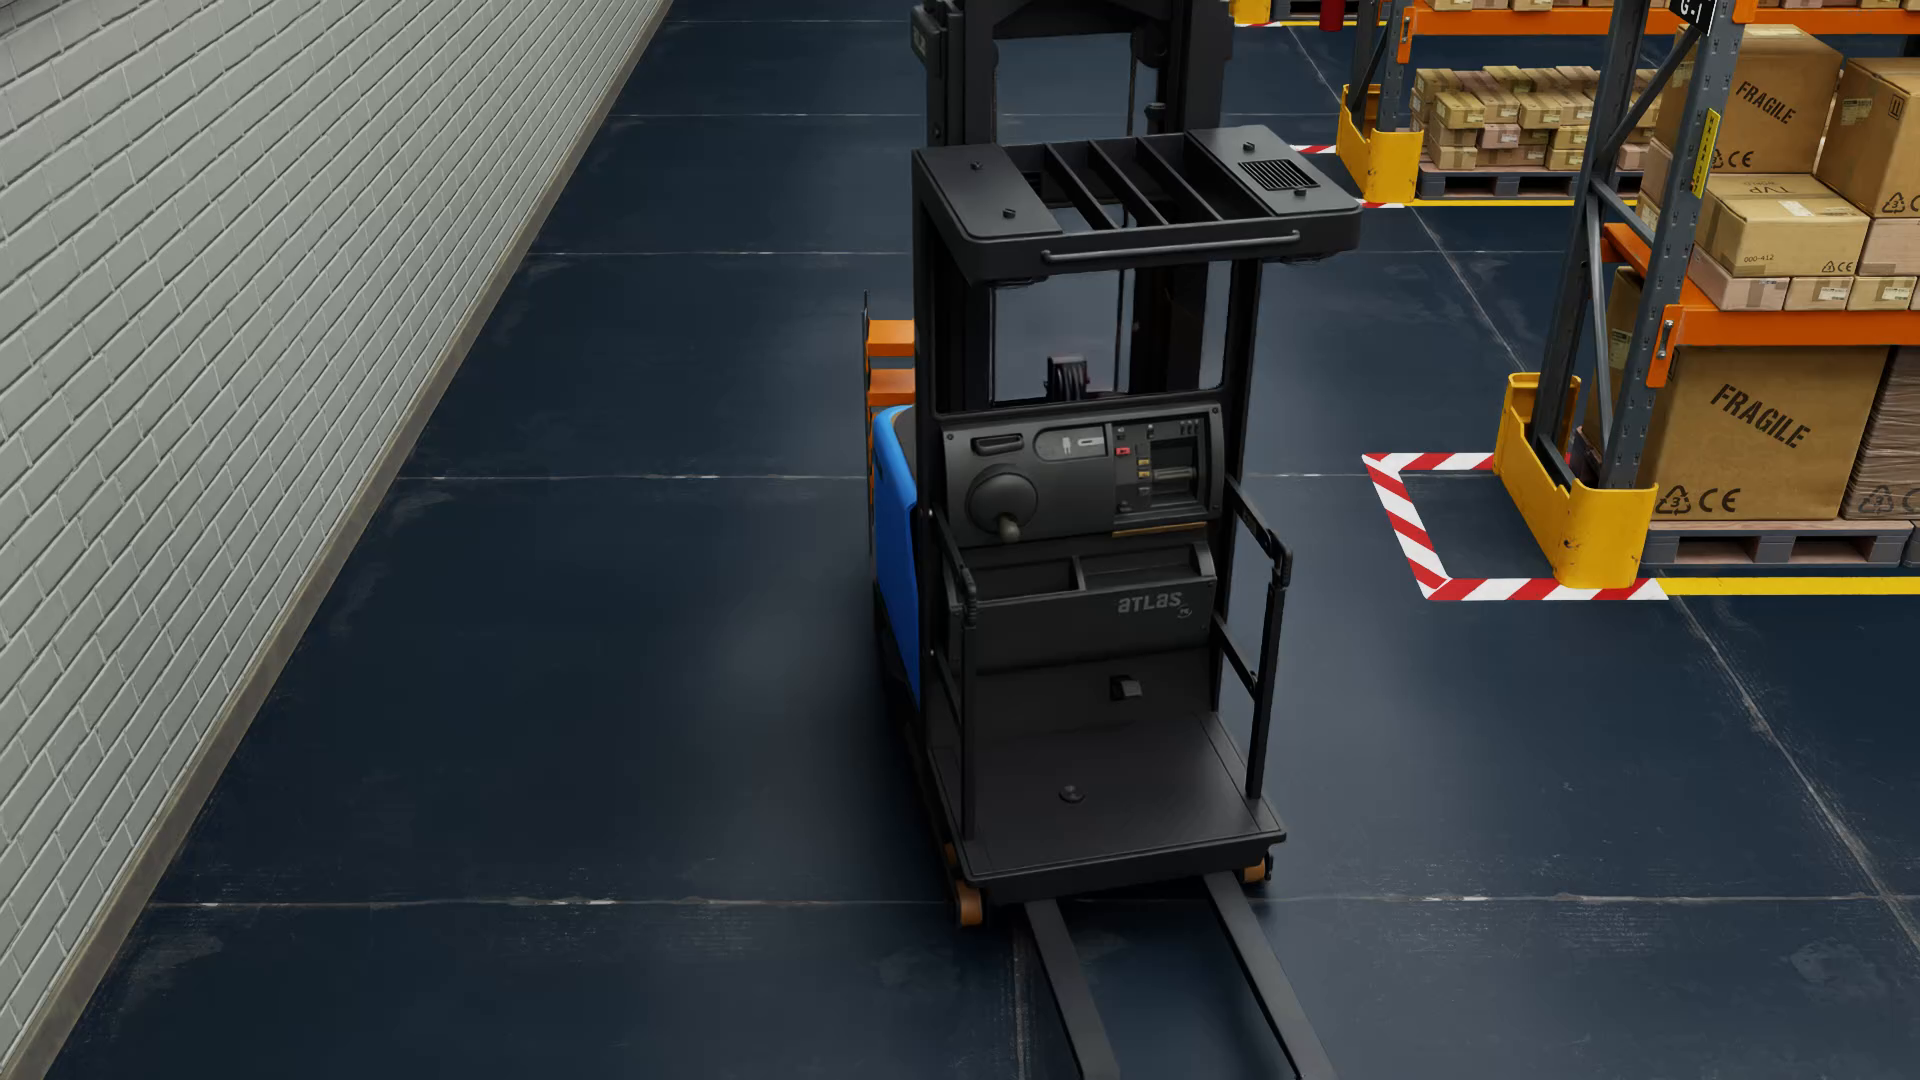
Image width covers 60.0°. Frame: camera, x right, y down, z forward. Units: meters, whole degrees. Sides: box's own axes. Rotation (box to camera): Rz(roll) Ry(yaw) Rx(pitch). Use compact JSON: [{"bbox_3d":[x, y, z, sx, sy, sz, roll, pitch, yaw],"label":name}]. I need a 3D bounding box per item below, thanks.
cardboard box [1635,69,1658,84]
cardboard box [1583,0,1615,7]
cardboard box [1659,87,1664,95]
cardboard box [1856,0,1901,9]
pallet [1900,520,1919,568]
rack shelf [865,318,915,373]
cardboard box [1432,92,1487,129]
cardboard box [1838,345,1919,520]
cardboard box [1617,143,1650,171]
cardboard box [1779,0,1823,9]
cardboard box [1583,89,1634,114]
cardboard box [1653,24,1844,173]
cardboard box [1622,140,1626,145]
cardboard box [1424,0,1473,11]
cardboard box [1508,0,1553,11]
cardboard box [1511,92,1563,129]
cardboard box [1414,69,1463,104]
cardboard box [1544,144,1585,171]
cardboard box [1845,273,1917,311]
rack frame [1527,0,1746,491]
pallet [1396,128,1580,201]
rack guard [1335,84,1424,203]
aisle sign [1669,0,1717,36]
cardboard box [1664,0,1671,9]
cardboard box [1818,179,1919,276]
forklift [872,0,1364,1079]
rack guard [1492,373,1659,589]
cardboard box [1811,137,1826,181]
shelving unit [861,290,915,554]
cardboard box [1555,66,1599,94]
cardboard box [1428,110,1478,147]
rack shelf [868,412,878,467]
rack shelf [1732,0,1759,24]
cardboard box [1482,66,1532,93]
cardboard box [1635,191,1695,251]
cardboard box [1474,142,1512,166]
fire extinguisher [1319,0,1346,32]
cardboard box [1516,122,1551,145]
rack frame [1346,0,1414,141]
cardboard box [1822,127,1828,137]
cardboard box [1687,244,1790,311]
[{"bbox_3d":[5.029,-3.284,12.042,0.250,0.149,0.380,0,31,0],"label":"cardboard box"},{"bbox_3d":[4.317,-3.721,11.233,0.250,0.149,0.380,0,31,-1],"label":"cardboard box"},{"bbox_3d":[5.031,-3.047,11.651,0.250,0.149,0.380,0,31,0],"label":"cardboard box"},{"bbox_3d":[6.129,-3.698,11.195,0.250,0.149,0.380,1,31,2],"label":"cardboard box"},{"bbox_3d":[4.883,-0.222,7.913,1.213,0.211,1.003,0,31,0],"label":"pallet"},{"bbox_3d":[-0.166,-0.848,7.234,0.480,0.148,0.258,0,31,0],"label":"rack shelf"},{"bbox_3d":[3.464,-2.983,11.544,0.250,0.149,0.380,-2,31,-3],"label":"cardboard box"},{"bbox_3d":[4.416,-0.687,7.633,0.875,0.875,0.875,0,31,0],"label":"cardboard box"},{"bbox_3d":[4.734,-2.736,11.711,0.250,0.149,0.380,-2,31,-3],"label":"cardboard box"},{"bbox_3d":[5.600,-3.693,11.188,0.250,0.149,0.380,-1,31,-2],"label":"cardboard box"},{"bbox_3d":[4.516,-3.020,11.605,0.250,0.149,0.380,1,31,2],"label":"cardboard box"},{"bbox_3d":[3.352,-1.890,7.109,0.500,0.500,0.500,0,31,0],"label":"cardboard box"},{"bbox_3d":[4.504,-2.911,11.713,0.250,0.149,0.380,-2,31,-3],"label":"cardboard box"},{"bbox_3d":[3.264,-3.666,11.142,0.250,0.149,0.380,0,31,-1],"label":"cardboard box"},{"bbox_3d":[3.787,-3.661,11.134,0.250,0.149,0.380,-1,31,-2],"label":"cardboard box"},{"bbox_3d":[3.992,-2.980,11.540,0.250,0.149,0.380,0,31,0],"label":"cardboard box"},{"bbox_3d":[3.466,-3.290,12.051,0.250,0.149,0.380,0,31,0],"label":"cardboard box"},{"bbox_3d":[4.230,-2.730,11.701,0.250,0.149,0.380,0,31,0],"label":"cardboard box"},{"bbox_3d":[3.736,-1.094,6.904,0.250,0.149,0.380,-1,31,-1],"label":"cardboard box"},{"bbox_3d":[2.867,-1.369,7.115,0.127,3.000,1.000,0,31,0],"label":"rack frame"},{"bbox_3d":[3.826,-2.734,12.053,1.213,0.211,1.003,0,31,0],"label":"pallet"},{"bbox_3d":[3.014,-2.874,12.004,0.348,0.500,1.175,0,31,0],"label":"rack guard"},{"bbox_3d":[2.797,-2.325,6.183,0.004,0.787,0.394,0,31,0],"label":"aisle sign"},{"bbox_3d":[4.823,-3.697,11.194,0.250,0.149,0.380,1,31,2],"label":"cardboard box"},{"bbox_3d":[3.868,-1.299,6.856,0.500,0.250,0.500,-1,31,-1],"label":"cardboard box"},{"bbox_3d":[0.452,-0.164,5.195,1.130,2.935,3.031,-6,32,-10],"label":"forklift"},{"bbox_3d":[2.843,-0.300,7.763,0.348,0.500,1.175,0,31,0],"label":"rack guard"},{"bbox_3d":[3.857,-1.572,7.308,0.500,0.250,0.500,-1,31,-1],"label":"cardboard box"},{"bbox_3d":[-0.166,-0.512,7.438,0.503,1.200,0.258,0,31,0],"label":"shelving unit"},{"bbox_3d":[4.503,-3.326,12.109,0.250,0.149,0.380,1,31,2],"label":"cardboard box"},{"bbox_3d":[3.463,-2.898,11.692,0.250,0.149,0.380,1,31,2],"label":"cardboard box"},{"bbox_3d":[-0.166,-0.455,7.473,0.480,0.148,0.258,0,31,0],"label":"rack shelf"},{"bbox_3d":[4.867,-2.350,6.533,4.000,0.370,1.077,0,31,0],"label":"rack shelf"},{"bbox_3d":[3.976,-3.328,12.113,0.250,0.149,0.380,-1,31,-1],"label":"cardboard box"},{"bbox_3d":[3.221,-1.434,7.463,0.250,0.149,0.380,0,31,1],"label":"cardboard box"},{"bbox_3d":[3.725,-2.782,11.787,0.250,0.149,0.380,0,31,0],"label":"cardboard box"},{"bbox_3d":[2.683,-3.988,11.866,0.183,0.674,0.296,0,31,0],"label":"fire extinguisher"},{"bbox_3d":[3.982,-2.917,11.722,0.250,0.149,0.380,0,31,0],"label":"cardboard box"},{"bbox_3d":[2.938,-3.942,11.356,0.127,3.000,1.000,0,31,0],"label":"rack frame"},{"bbox_3d":[6.086,-2.859,11.628,0.250,0.149,0.380,-1,31,-2],"label":"cardboard box"},{"bbox_3d":[3.224,-1.092,6.899,0.250,0.149,0.380,0,31,0],"label":"cardboard box"}]
